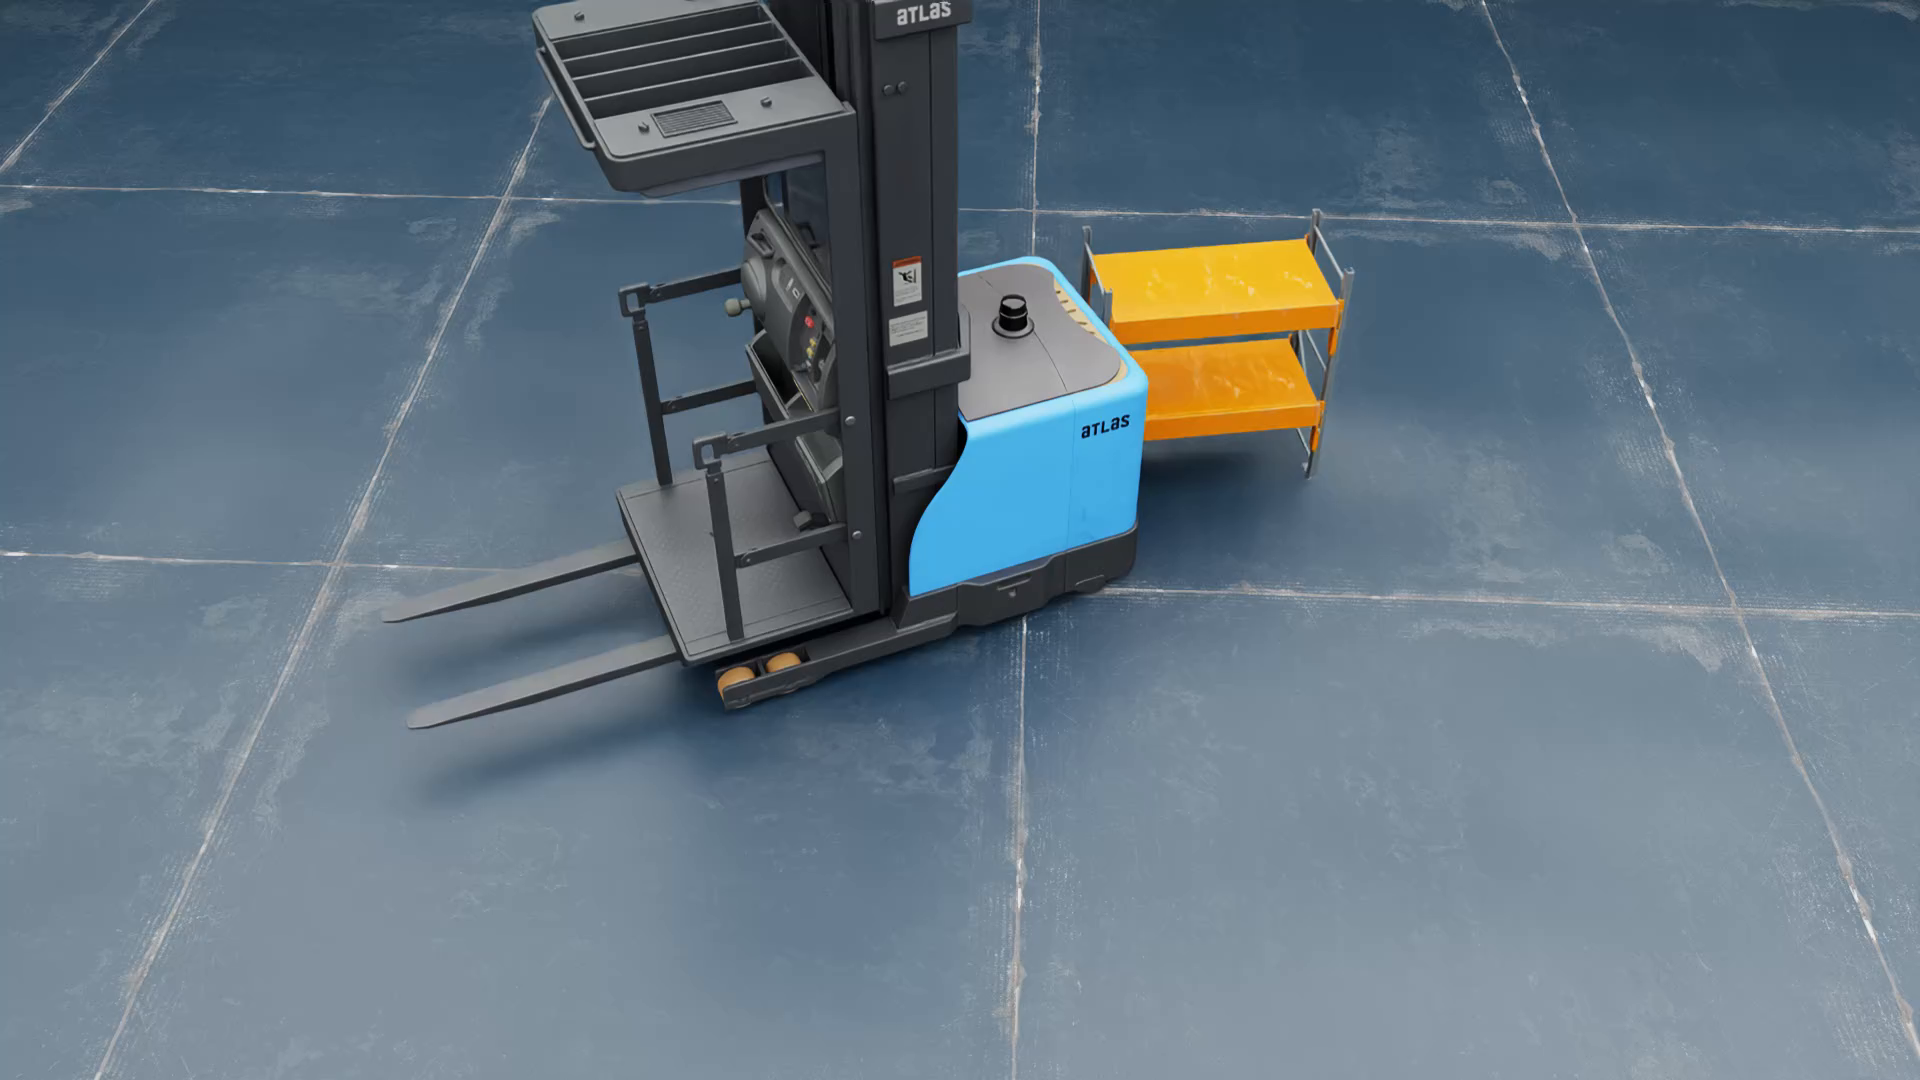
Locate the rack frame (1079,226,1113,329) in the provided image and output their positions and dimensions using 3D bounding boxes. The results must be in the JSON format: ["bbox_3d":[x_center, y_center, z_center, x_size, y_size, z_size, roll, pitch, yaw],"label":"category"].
[{"bbox_3d":[0.575,-0.765,7.331,0.032,1.125,0.500,-5,43,-6],"label":"rack frame"}]

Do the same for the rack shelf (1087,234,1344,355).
[{"bbox_3d":[1.079,-1.026,7.182,1.000,0.278,0.538,-5,43,-6],"label":"rack shelf"}]

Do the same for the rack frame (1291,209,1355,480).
[{"bbox_3d":[1.582,-0.859,7.432,0.032,1.125,0.500,-5,43,-6],"label":"rack frame"}]

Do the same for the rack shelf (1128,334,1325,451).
[{"bbox_3d":[1.079,-0.633,7.548,1.000,0.278,0.538,-5,43,-6],"label":"rack shelf"}]

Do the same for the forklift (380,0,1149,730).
[{"bbox_3d":[-0.815,-0.816,6.061,3.031,2.935,1.130,-16,45,-17],"label":"forklift"}]

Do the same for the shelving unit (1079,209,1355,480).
[{"bbox_3d":[1.079,-0.812,7.382,1.048,1.125,0.538,-5,43,-6],"label":"shelving unit"}]
